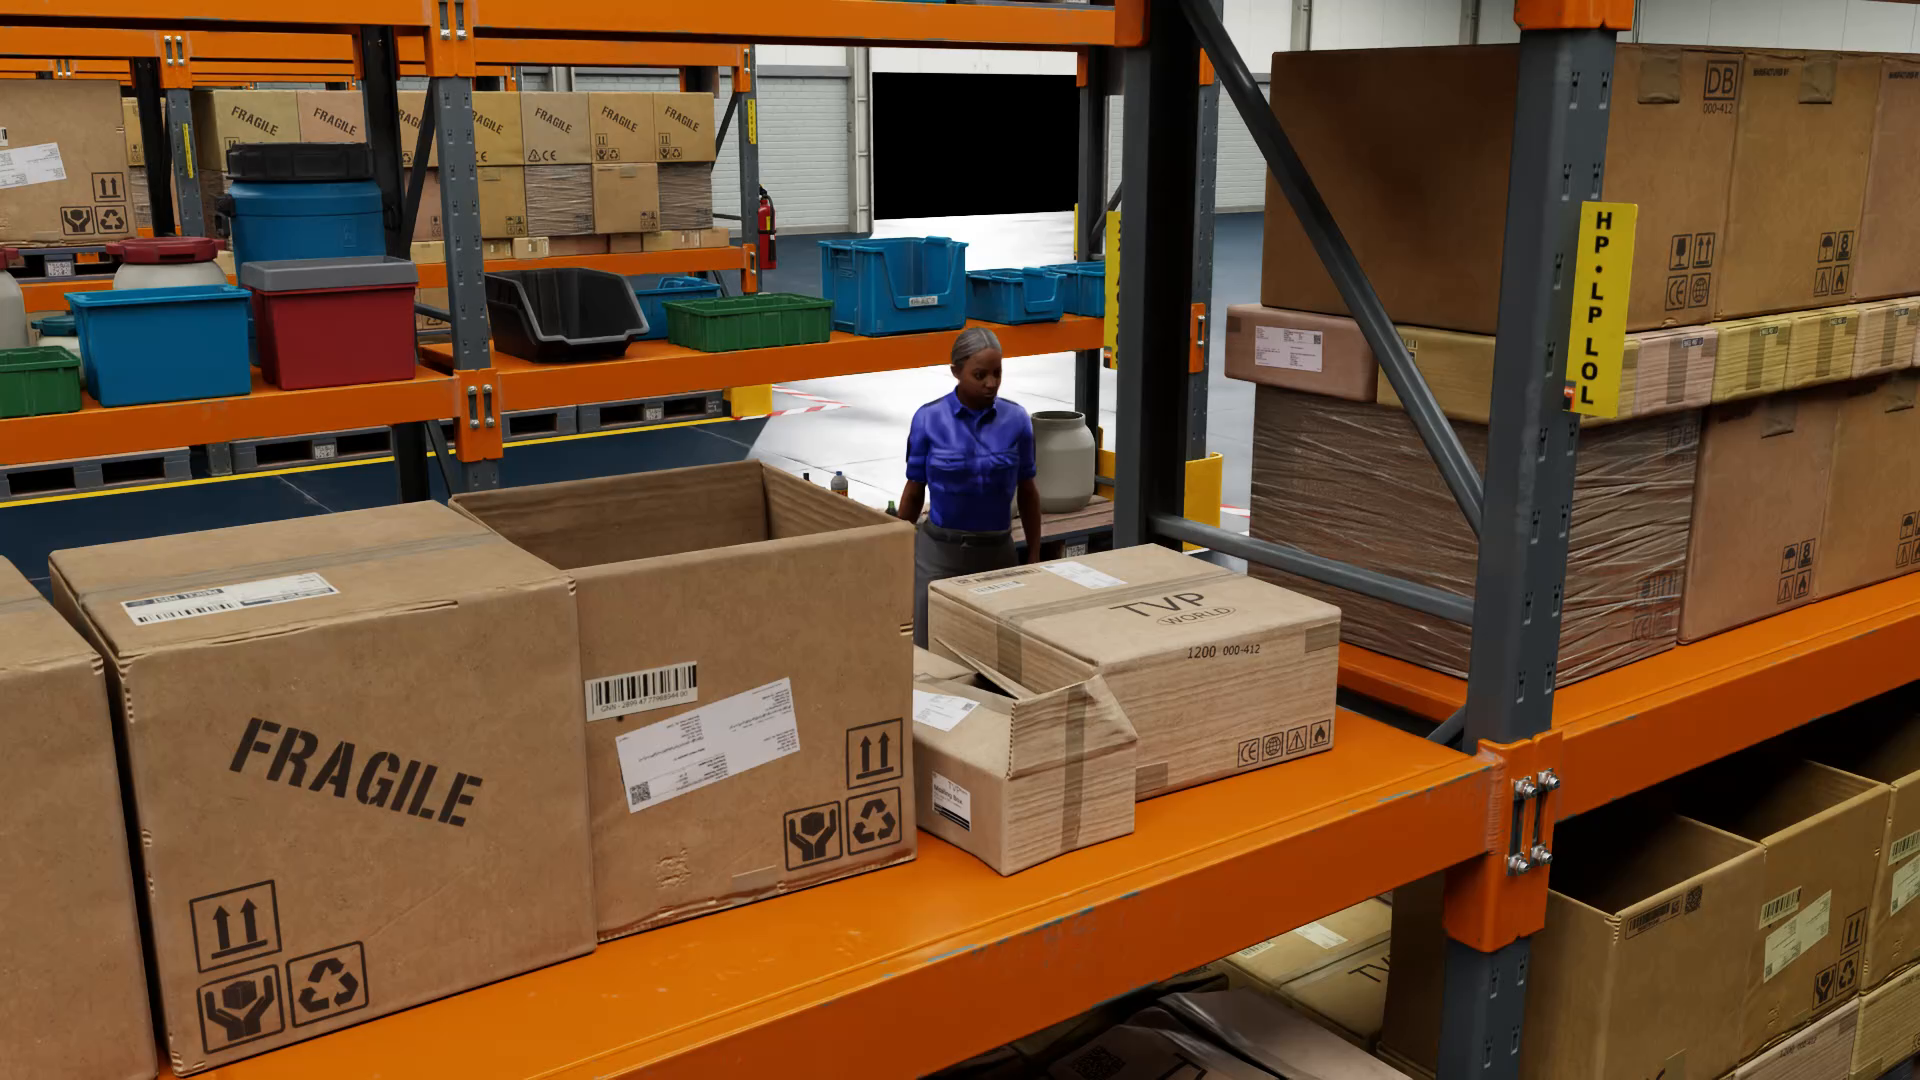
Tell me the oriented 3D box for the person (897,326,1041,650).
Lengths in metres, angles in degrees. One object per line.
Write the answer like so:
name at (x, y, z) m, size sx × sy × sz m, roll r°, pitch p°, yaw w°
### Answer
person at (0.054, 0.068, 5.717) m, size 0.683 × 1.631 × 0.652 m, roll -3°, pitch 15°, yaw -12°
